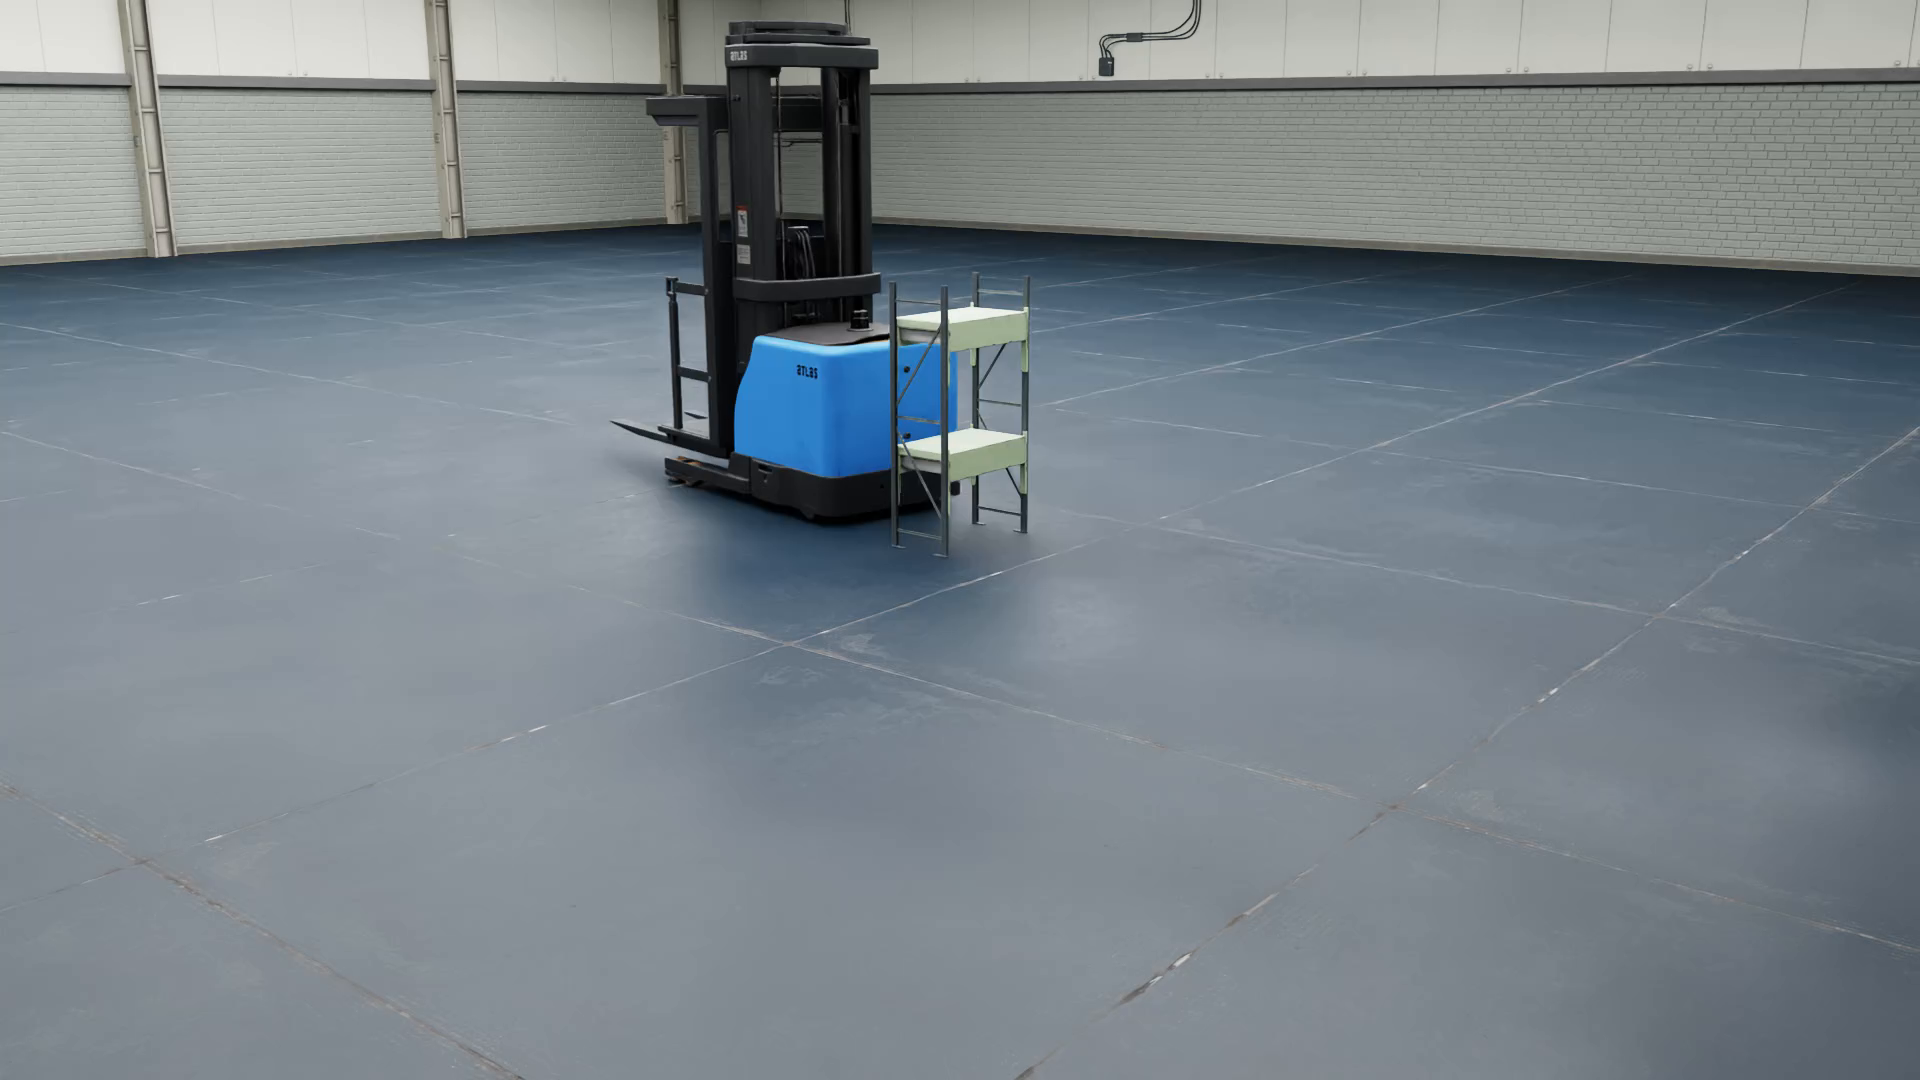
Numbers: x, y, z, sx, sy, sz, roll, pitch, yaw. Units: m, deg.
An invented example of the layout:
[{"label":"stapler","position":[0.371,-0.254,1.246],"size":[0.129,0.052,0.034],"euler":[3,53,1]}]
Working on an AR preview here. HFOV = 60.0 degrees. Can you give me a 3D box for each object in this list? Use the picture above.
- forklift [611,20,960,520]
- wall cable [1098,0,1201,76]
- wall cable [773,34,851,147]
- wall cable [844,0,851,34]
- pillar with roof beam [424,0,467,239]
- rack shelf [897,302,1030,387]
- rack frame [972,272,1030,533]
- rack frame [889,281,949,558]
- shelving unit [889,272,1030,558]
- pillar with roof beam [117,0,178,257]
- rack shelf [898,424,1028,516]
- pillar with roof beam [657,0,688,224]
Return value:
[{"label":"forklift","position":[-1.328,-1.844,10.929],"size":[1.130,2.935,3.031],"euler":[-12,18,-38]},{"label":"wall cable","position":[3.740,-12.197,32.451],"size":[2.305,6.003,0.169],"euler":[11,18,38]},{"label":"wall cable","position":[-3.634,-10.516,39.047],"size":[3.097,2.526,0.112],"euler":[11,18,38]},{"label":"wall cable","position":[-1.530,-12.545,36.777],"size":[3.097,2.526,0.112],"euler":[11,18,38]},{"label":"pillar with roof beam","position":[-6.937,-9.846,30.103],"size":[9.100,9.000,0.400],"euler":[11,18,38]},{"label":"rack shelf","position":[0.004,-1.106,9.347],"size":[0.431,0.370,0.720],"euler":[11,18,38]},{"label":"rack frame","position":[0.234,-0.798,9.719],"size":[0.400,1.500,0.023],"euler":[11,18,38]},{"label":"rack frame","position":[-0.226,-0.658,9.167],"size":[0.400,1.500,0.023],"euler":[11,18,38]},{"label":"shelving unit","position":[0.004,-0.728,9.443],"size":[0.431,1.500,0.755],"euler":[11,18,38]},{"label":"pillar with roof beam","position":[-10.708,-8.697,25.580],"size":[9.100,9.000,0.400],"euler":[11,18,38]},{"label":"rack shelf","position":[0.004,-0.412,9.524],"size":[0.431,0.370,0.720],"euler":[11,18,38]},{"label":"pillar with roof beam","position":[-3.166,-10.995,34.627],"size":[9.100,9.000,0.400],"euler":[11,18,38]}]
